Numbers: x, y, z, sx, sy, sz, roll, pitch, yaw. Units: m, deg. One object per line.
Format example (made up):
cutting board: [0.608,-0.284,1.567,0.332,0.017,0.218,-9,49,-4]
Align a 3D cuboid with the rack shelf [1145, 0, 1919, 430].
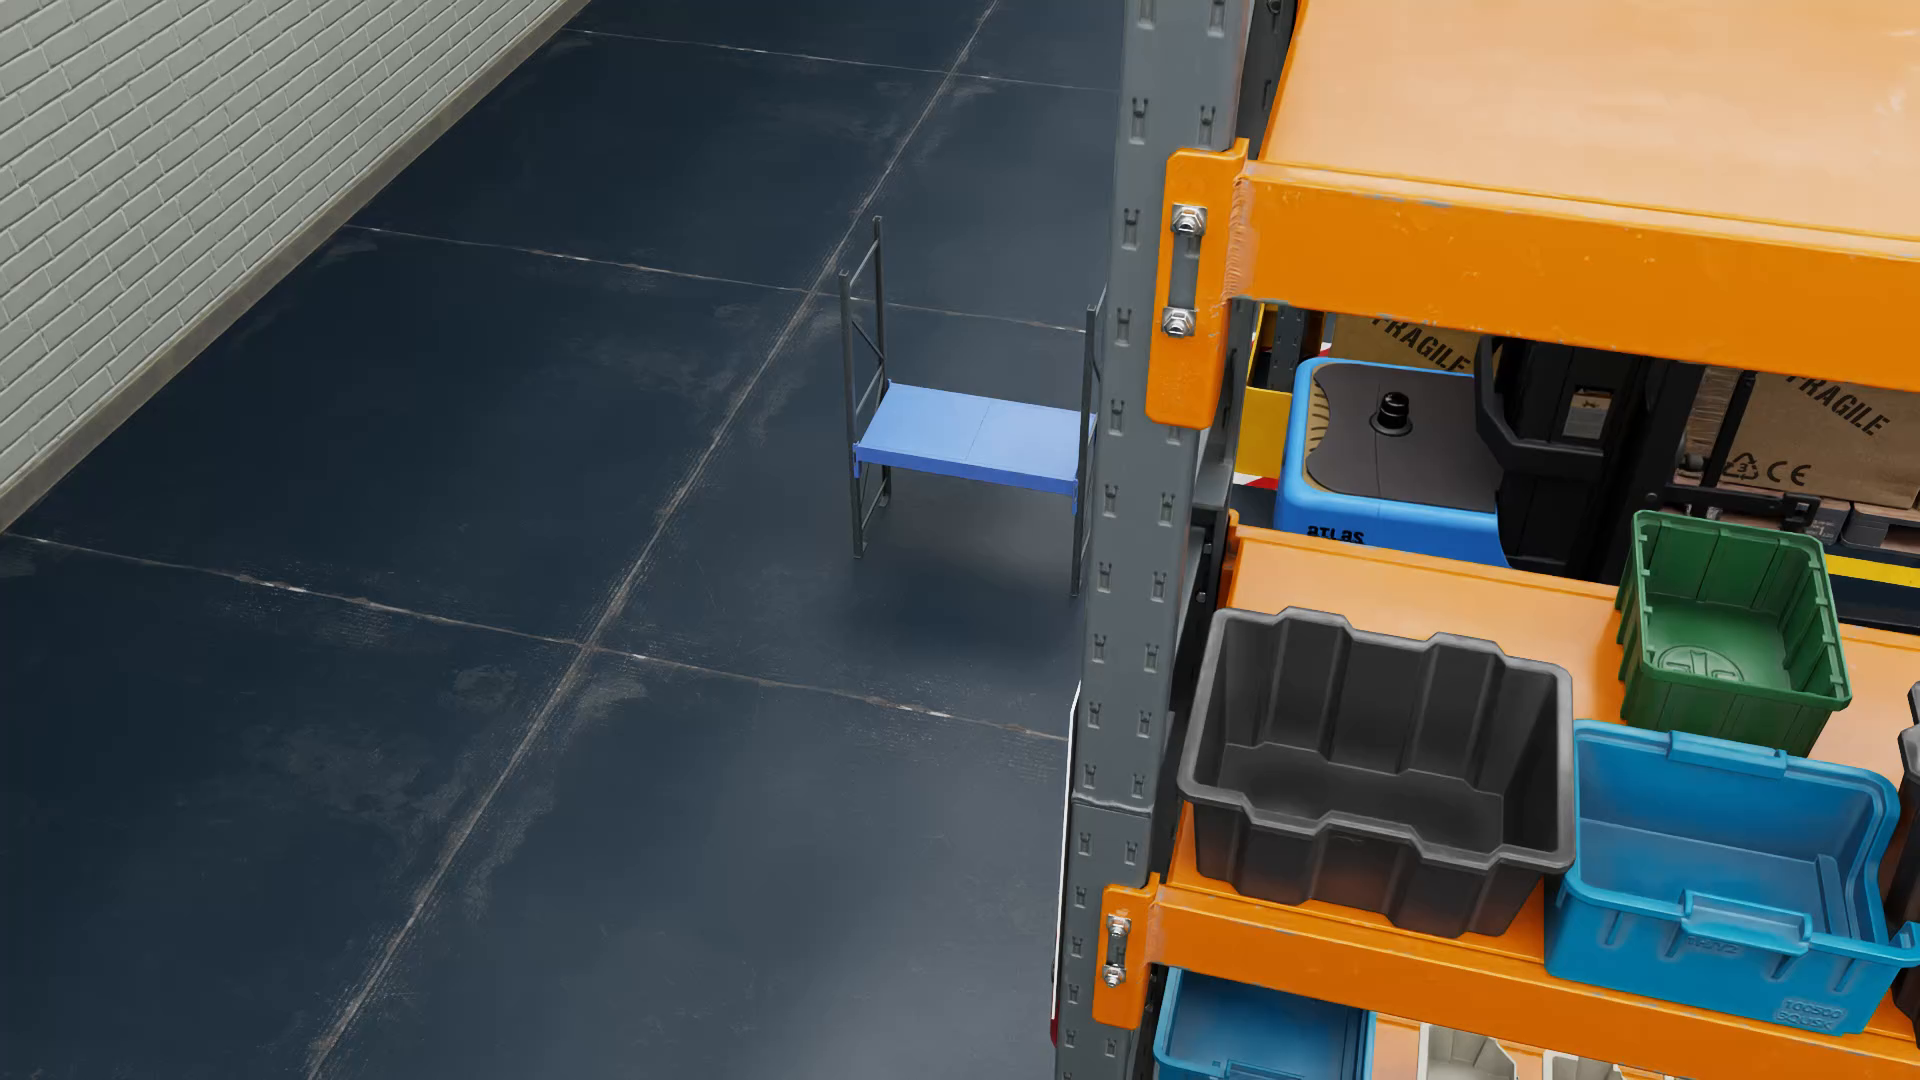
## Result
rack shelf: [2.296,-0.277,1.953,4.000,0.370,1.077,10,41,11]

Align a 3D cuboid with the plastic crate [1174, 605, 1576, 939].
plastic crate: [0.664,0.398,2.714,0.590,0.269,0.497,10,41,11]

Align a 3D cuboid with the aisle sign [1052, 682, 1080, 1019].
aisle sign: [0.218,0.436,2.877,0.004,0.787,0.394,10,41,11]

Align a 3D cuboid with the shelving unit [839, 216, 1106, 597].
shelving unit: [0.082,-0.560,7.251,1.048,1.500,0.538,10,41,11]

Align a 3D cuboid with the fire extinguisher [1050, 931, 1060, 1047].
fire extinguisher: [0.336,1.124,4.429,0.183,0.674,0.296,10,41,11]

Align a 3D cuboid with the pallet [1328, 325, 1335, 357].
pallet: [2.437,-0.666,8.379,1.213,0.211,1.003,10,41,11]

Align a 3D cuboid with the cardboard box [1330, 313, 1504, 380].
cardboard box: [2.283,-1.109,8.063,0.875,0.875,0.875,10,41,11]

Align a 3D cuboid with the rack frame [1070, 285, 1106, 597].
rack frame: [0.573,-0.476,7.150,0.032,1.500,0.500,10,41,11]

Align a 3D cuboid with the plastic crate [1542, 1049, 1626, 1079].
plastic crate: [1.475,1.417,3.889,0.243,0.136,0.396,10,41,11]

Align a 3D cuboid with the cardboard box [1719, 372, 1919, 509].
cardboard box: [4.022,-0.809,7.707,0.875,0.875,0.875,10,41,11]

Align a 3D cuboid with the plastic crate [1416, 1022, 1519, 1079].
plastic crate: [1.199,1.360,3.957,0.243,0.136,0.396,10,41,11]

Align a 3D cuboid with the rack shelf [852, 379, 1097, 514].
rack shelf: [0.082,-0.422,7.366,1.000,0.185,0.538,10,41,11]

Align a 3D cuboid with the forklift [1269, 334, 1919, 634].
forklift: [2.796,-0.584,6.166,3.031,2.935,1.130,8,41,9]

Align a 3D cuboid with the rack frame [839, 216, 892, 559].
rack frame: [-0.409,-0.645,7.351,0.032,1.500,0.500,10,41,11]

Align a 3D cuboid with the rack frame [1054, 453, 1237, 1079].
rack frame: [0.364,1.259,3.919,0.127,3.000,1.000,10,41,11]

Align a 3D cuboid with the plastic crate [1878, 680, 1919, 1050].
plastic crate: [1.769,0.559,2.468,0.767,0.338,0.504,10,41,11]

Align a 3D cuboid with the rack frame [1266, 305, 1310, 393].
rack frame: [1.644,-1.818,7.582,0.127,3.000,1.000,10,41,11]

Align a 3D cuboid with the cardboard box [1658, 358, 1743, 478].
cardboard box: [3.162,-0.957,7.883,0.875,0.875,0.875,10,41,11]

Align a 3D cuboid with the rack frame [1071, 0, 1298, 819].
rack frame: [0.364,-1.038,1.989,0.127,3.000,1.000,10,41,11]

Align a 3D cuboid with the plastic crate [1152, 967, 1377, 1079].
plastic crate: [0.736,1.162,3.960,0.499,0.435,0.616,10,41,11]

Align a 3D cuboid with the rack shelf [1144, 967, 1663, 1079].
rack shelf: [2.296,1.867,3.754,4.000,0.370,1.077,10,41,11]

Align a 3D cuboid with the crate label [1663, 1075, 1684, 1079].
crate label: [1.750,1.448,3.852,0.243,0.136,0.396,10,41,11]

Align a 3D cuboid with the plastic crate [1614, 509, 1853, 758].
plastic crate: [1.391,0.178,3.038,0.336,0.188,0.450,10,41,11]

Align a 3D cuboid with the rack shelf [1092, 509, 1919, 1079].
rack shelf: [2.296,0.718,2.789,4.000,0.370,1.077,10,41,11]

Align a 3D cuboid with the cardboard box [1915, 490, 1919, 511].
cardboard box: [4.891,-0.660,7.529,0.875,0.875,0.875,10,41,11]

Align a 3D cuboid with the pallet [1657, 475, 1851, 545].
pallet: [3.612,-0.462,8.136,1.213,0.211,1.003,10,41,11]

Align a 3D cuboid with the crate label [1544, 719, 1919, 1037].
crate label: [1.172,0.521,2.580,0.502,0.251,0.408,10,41,11]

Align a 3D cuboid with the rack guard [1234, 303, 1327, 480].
rack guard: [1.621,-0.865,8.391,0.348,0.500,1.175,10,41,11]

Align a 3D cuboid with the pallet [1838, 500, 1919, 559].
pallet: [4.794,-0.260,7.896,1.213,0.211,1.003,10,41,11]
